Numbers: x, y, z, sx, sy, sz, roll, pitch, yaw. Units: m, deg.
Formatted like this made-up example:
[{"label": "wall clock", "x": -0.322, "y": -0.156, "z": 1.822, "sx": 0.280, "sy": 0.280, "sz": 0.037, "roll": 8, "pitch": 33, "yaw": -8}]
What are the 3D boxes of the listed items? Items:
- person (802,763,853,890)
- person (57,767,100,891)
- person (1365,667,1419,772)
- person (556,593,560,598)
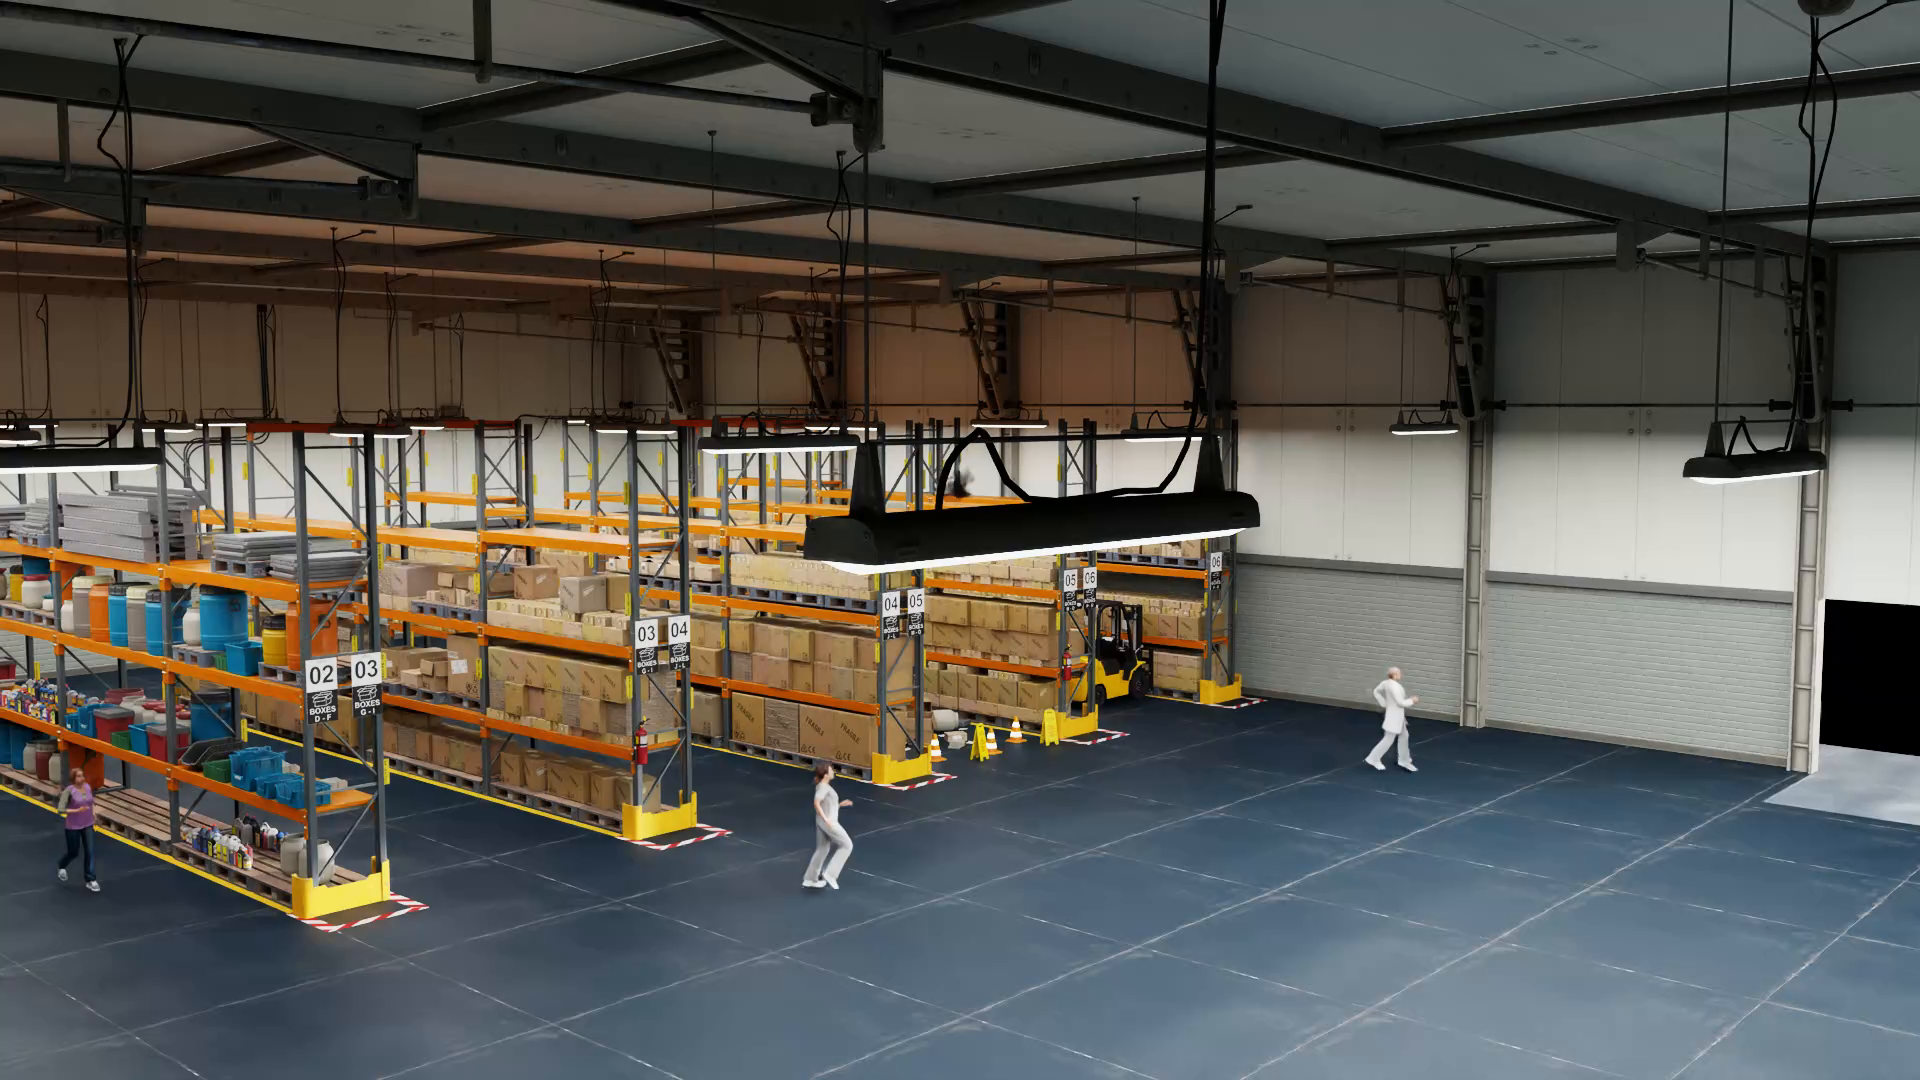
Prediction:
[{"label": "person", "x": -1.716, "y": 3.725, "z": 21.660, "sx": 0.685, "sy": 1.671, "sz": 0.535, "roll": -2, "pitch": 5, "yaw": -22}, {"label": "person", "x": -11.499, "y": 3.743, "z": 21.676, "sx": 0.853, "sy": 1.587, "sz": 0.568, "roll": 3, "pitch": 5, "yaw": 32}, {"label": "person", "x": 7.440, "y": 3.138, "z": 28.587, "sx": 0.930, "sy": 1.742, "sz": 0.677, "roll": 0, "pitch": 5, "yaw": 4}, {"label": "person", "x": -10.695, "y": 1.907, "z": 43.301, "sx": 0.903, "sy": 1.756, "sz": 0.725, "roll": -3, "pitch": 5, "yaw": -29}]
